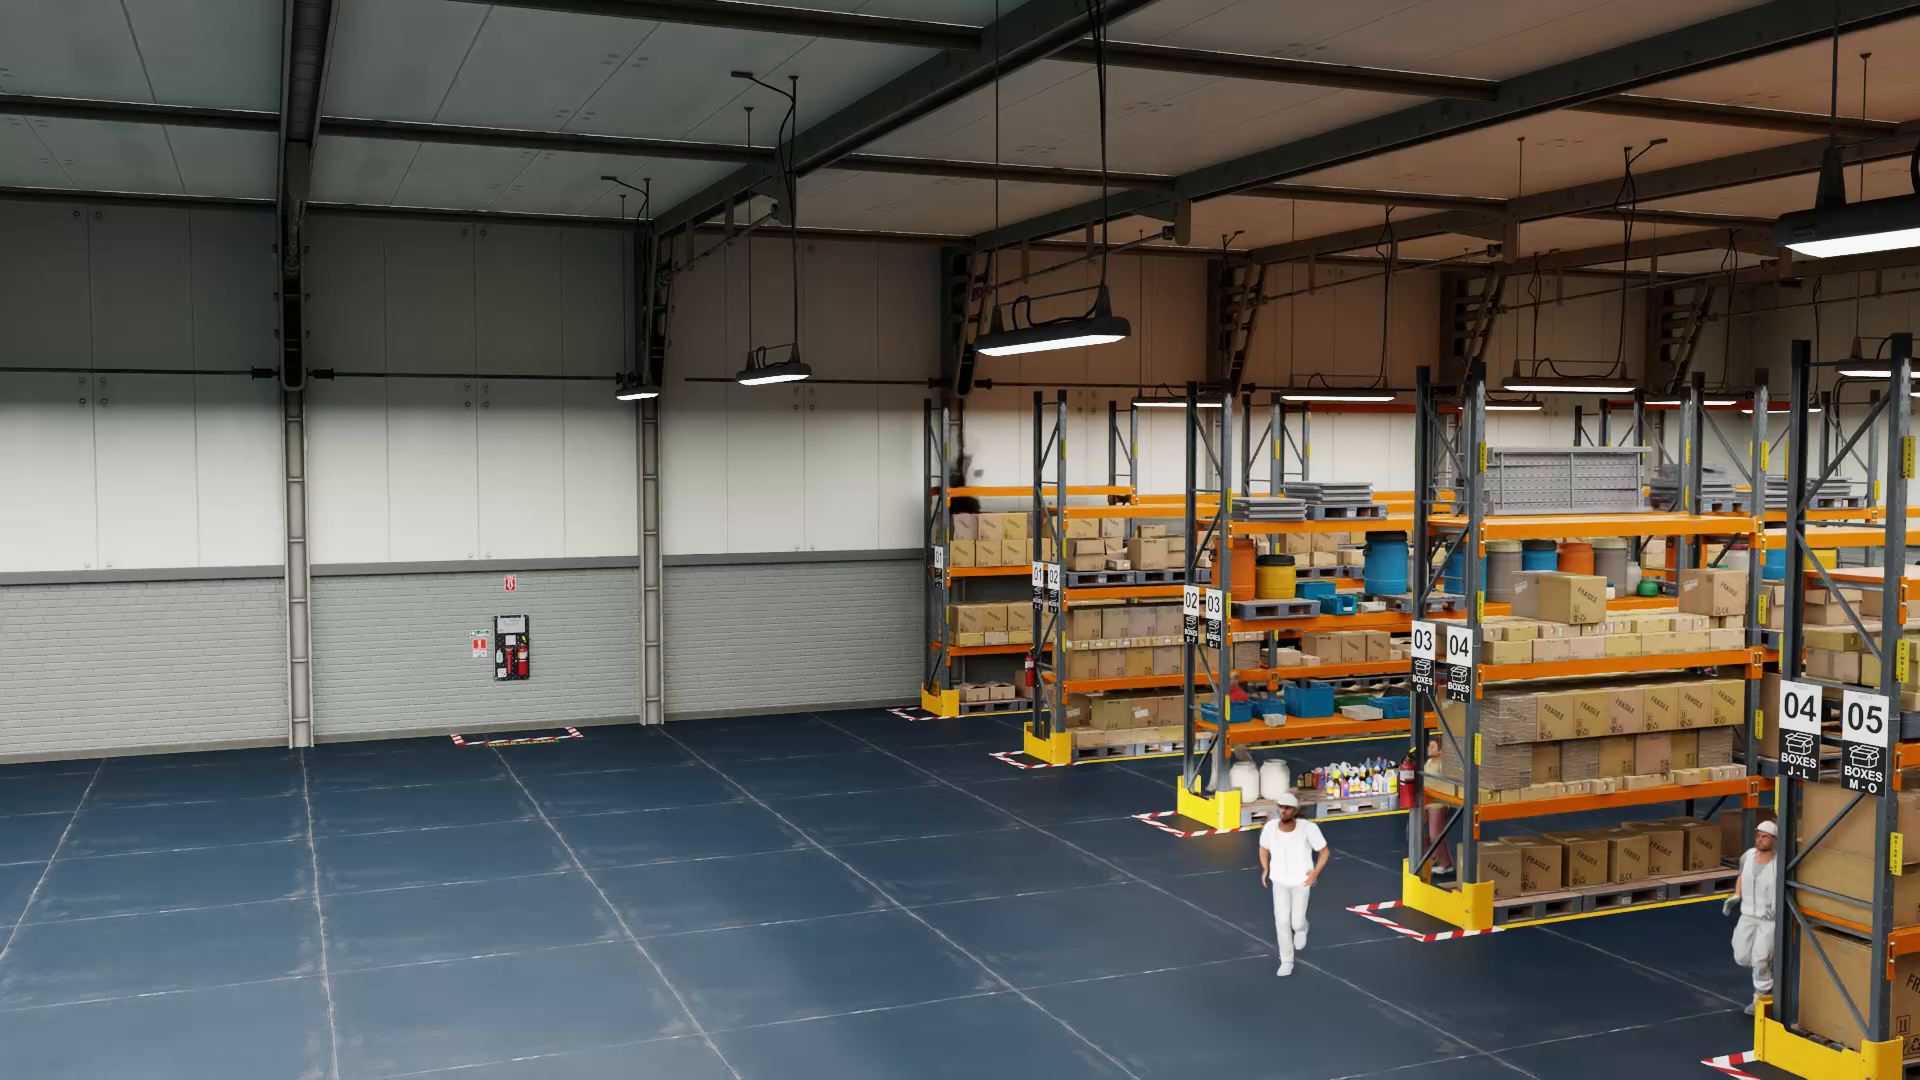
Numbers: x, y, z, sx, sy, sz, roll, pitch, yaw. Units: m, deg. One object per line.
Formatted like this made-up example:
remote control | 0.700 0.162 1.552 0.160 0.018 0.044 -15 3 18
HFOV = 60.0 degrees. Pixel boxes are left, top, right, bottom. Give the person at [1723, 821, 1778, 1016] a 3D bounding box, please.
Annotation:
person | 7.308 3.413 15.071 0.605 1.743 0.657 -2 4 -33

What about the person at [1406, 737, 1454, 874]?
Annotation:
person | 5.591 3.174 19.716 0.622 1.681 0.561 -2 4 -25

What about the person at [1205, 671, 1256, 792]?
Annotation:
person | 4.047 2.839 24.737 0.870 1.767 0.646 -2 4 -34

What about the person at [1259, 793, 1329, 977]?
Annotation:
person | 3.271 3.337 16.325 0.698 1.756 0.737 2 4 25
